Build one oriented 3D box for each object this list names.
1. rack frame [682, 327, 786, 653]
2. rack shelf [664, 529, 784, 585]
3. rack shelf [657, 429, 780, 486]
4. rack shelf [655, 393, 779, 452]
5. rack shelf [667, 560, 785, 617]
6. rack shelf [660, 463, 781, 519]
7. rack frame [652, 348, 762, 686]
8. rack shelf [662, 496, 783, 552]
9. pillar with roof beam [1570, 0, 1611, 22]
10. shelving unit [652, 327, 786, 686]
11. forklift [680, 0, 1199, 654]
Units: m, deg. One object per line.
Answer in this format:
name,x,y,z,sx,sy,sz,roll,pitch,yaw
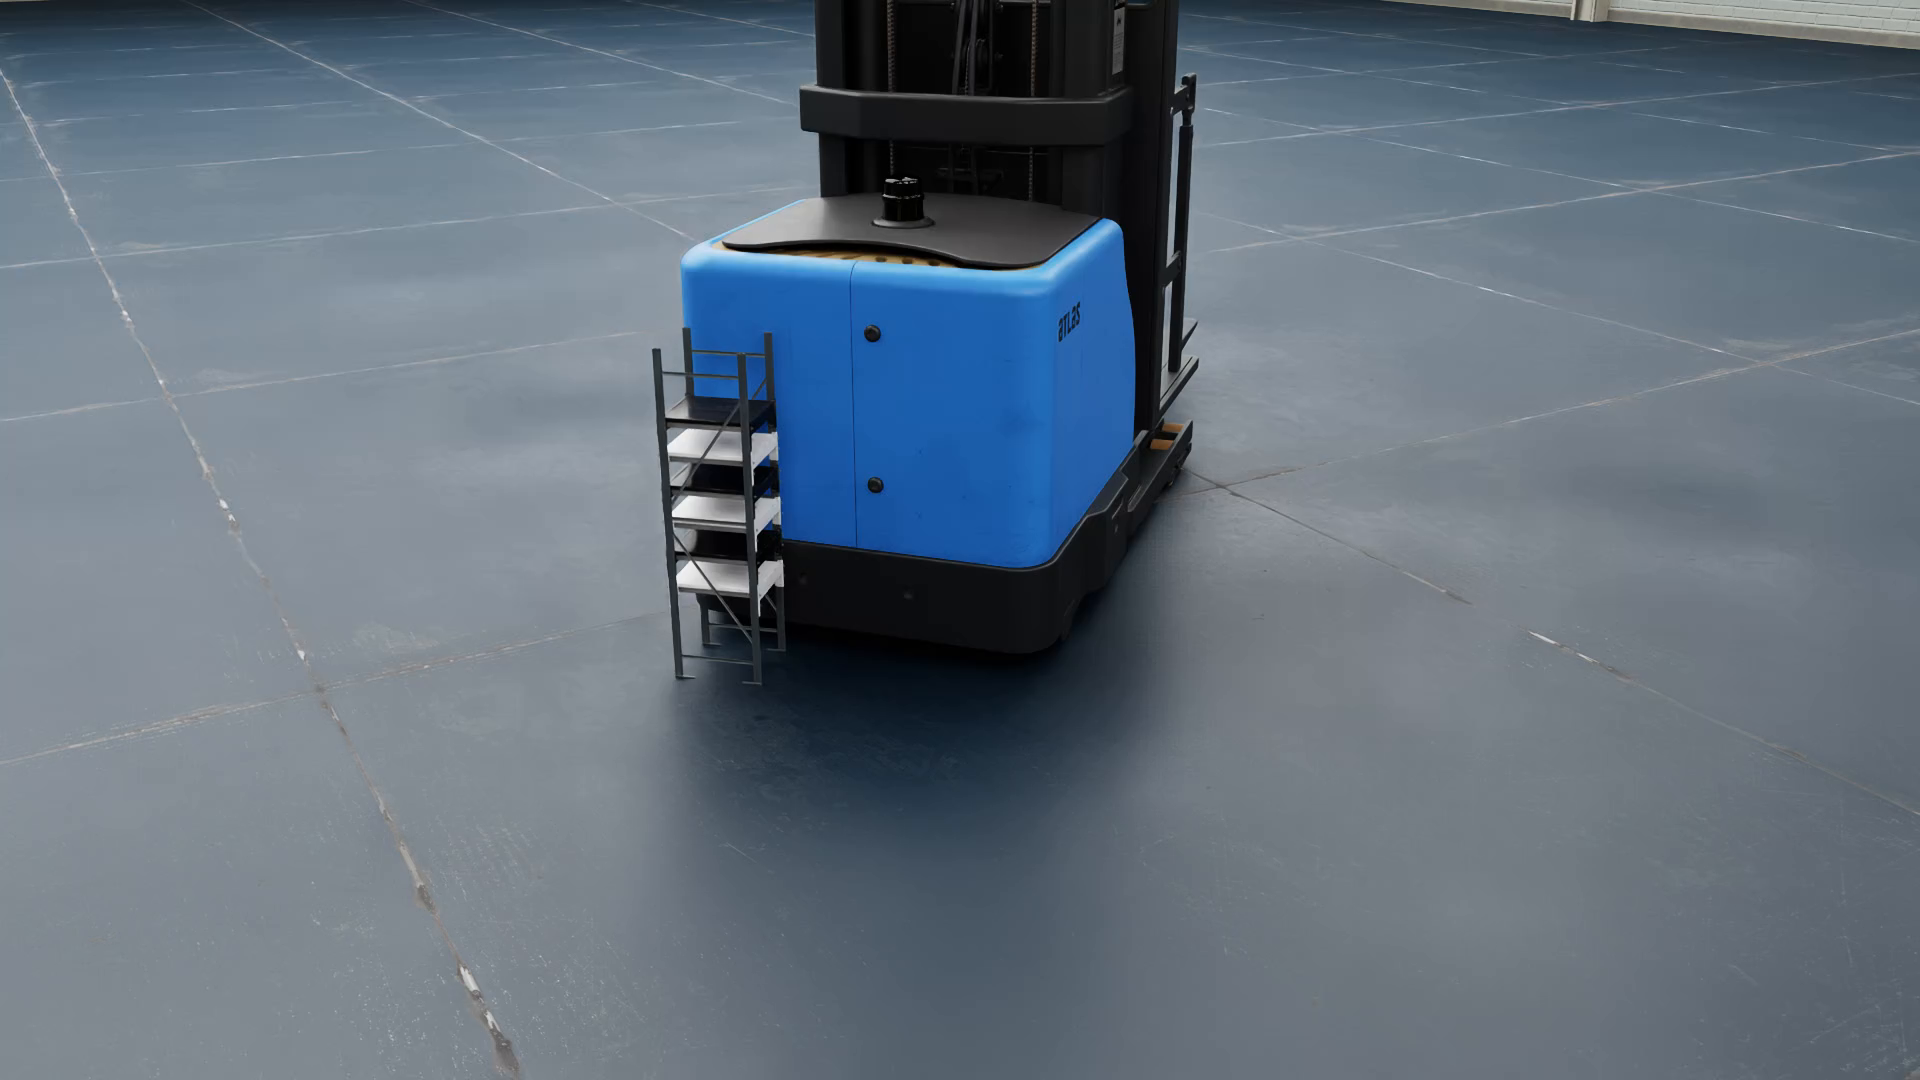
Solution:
rack frame,-0.594,-0.119,4.410,0.240,0.900,0.006,5,23,11
rack shelf,-0.616,0.032,4.364,0.258,0.077,0.200,5,23,11
rack shelf,-0.616,-0.218,4.263,0.258,0.077,0.200,5,23,11
rack shelf,-0.616,-0.301,4.229,0.258,0.077,0.200,5,23,11
rack shelf,-0.616,0.116,4.398,0.258,0.077,0.200,5,23,11
rack shelf,-0.616,-0.134,4.297,0.258,0.077,0.200,5,23,11
rack frame,-0.638,-0.044,4.226,0.240,0.900,0.006,5,23,11
rack shelf,-0.616,-0.051,4.330,0.258,0.077,0.200,5,23,11
pillar with roof beam,4.992,-10.522,19.248,9.100,9.000,0.400,-13,25,-28
shelving unit,-0.616,-0.082,4.318,0.258,0.900,0.210,5,23,11
forklift,0.198,-1.583,5.314,1.130,2.935,3.031,7,23,17
